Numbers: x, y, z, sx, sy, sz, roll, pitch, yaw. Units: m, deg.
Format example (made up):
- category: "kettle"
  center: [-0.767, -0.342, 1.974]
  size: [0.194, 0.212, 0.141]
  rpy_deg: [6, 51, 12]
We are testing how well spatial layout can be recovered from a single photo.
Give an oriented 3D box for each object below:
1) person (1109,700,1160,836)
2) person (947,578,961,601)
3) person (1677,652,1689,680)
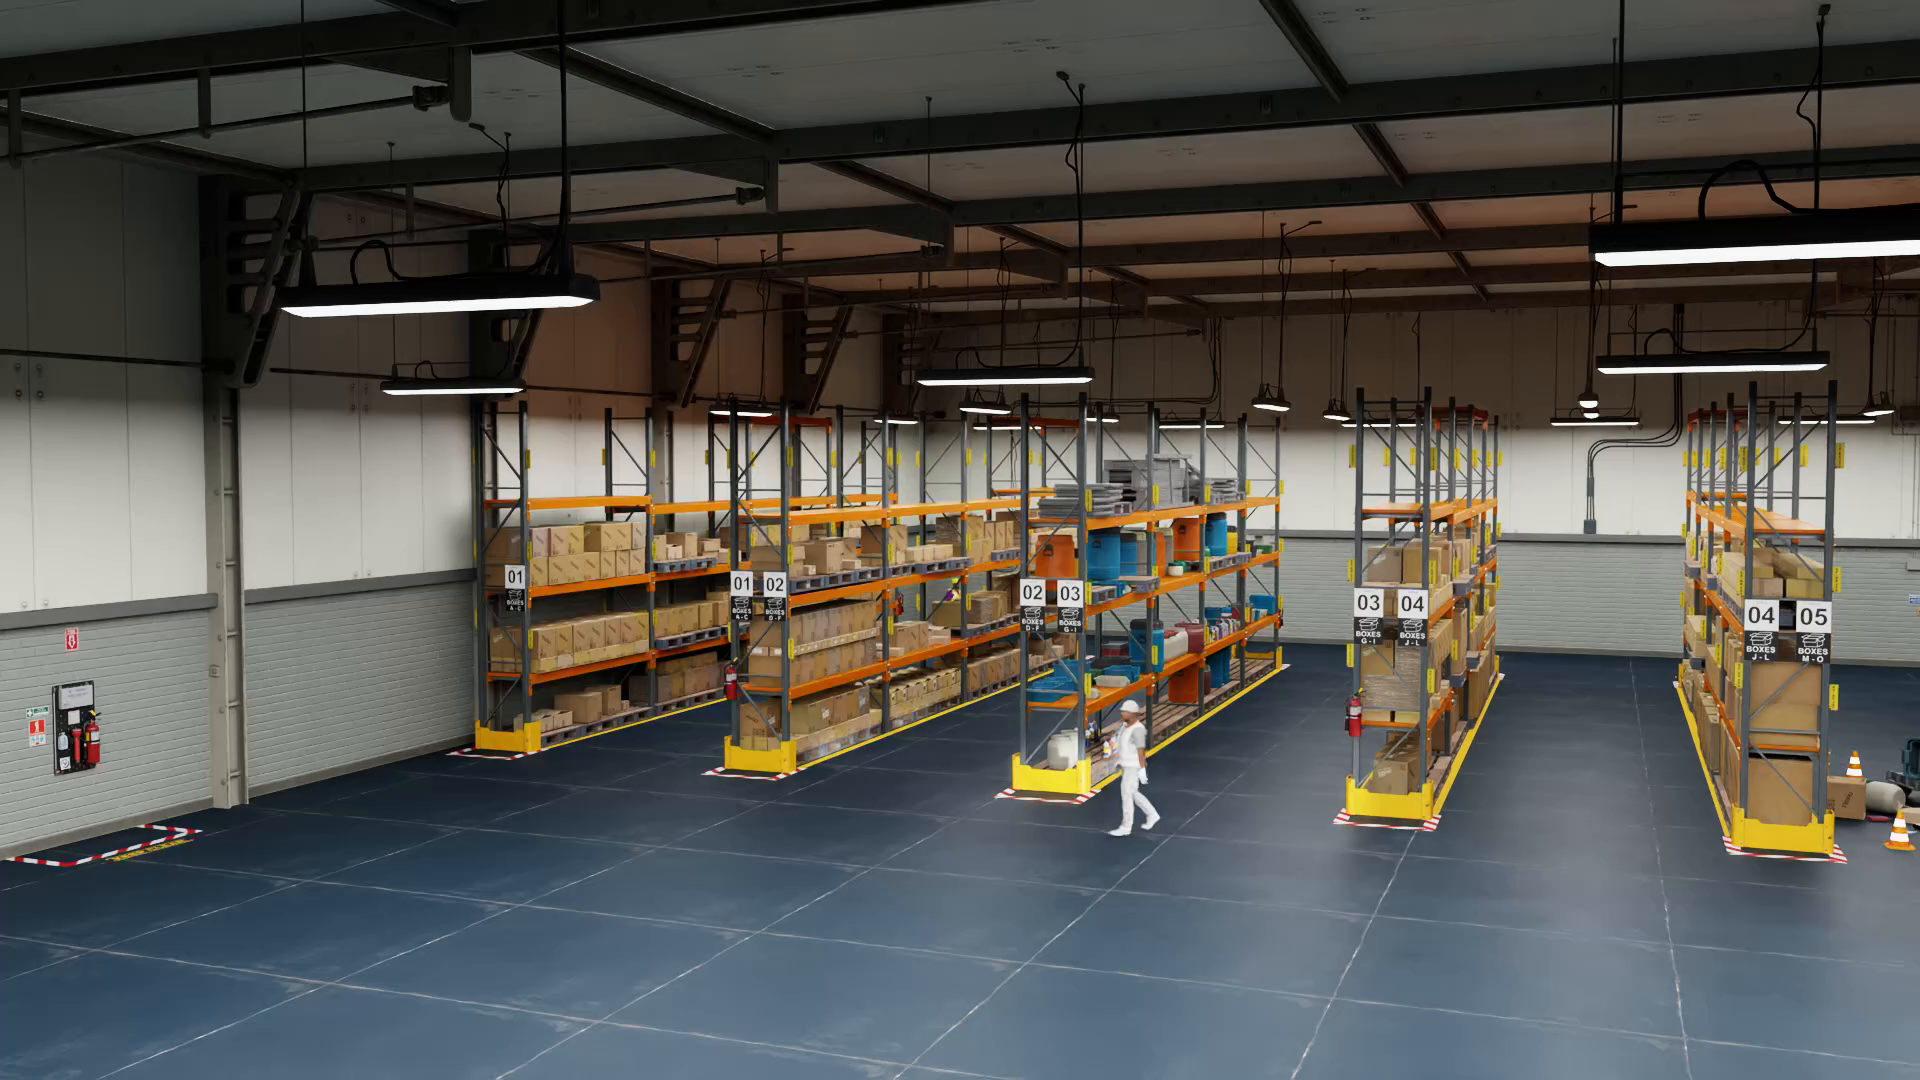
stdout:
- category: "person"
  center: [2.332, 3.025, 22.210]
  size: [0.778, 1.775, 0.540]
  rpy_deg: [-1, 3, -11]
- category: "person"
  center: [-0.107, 1.921, 44.912]
  size: [0.448, 1.766, 0.606]
  rpy_deg: [1, 3, 24]
- category: "person"
  center: [16.591, 2.401, 37.614]
  size: [0.597, 1.632, 0.442]
  rpy_deg: [0, 3, -4]
